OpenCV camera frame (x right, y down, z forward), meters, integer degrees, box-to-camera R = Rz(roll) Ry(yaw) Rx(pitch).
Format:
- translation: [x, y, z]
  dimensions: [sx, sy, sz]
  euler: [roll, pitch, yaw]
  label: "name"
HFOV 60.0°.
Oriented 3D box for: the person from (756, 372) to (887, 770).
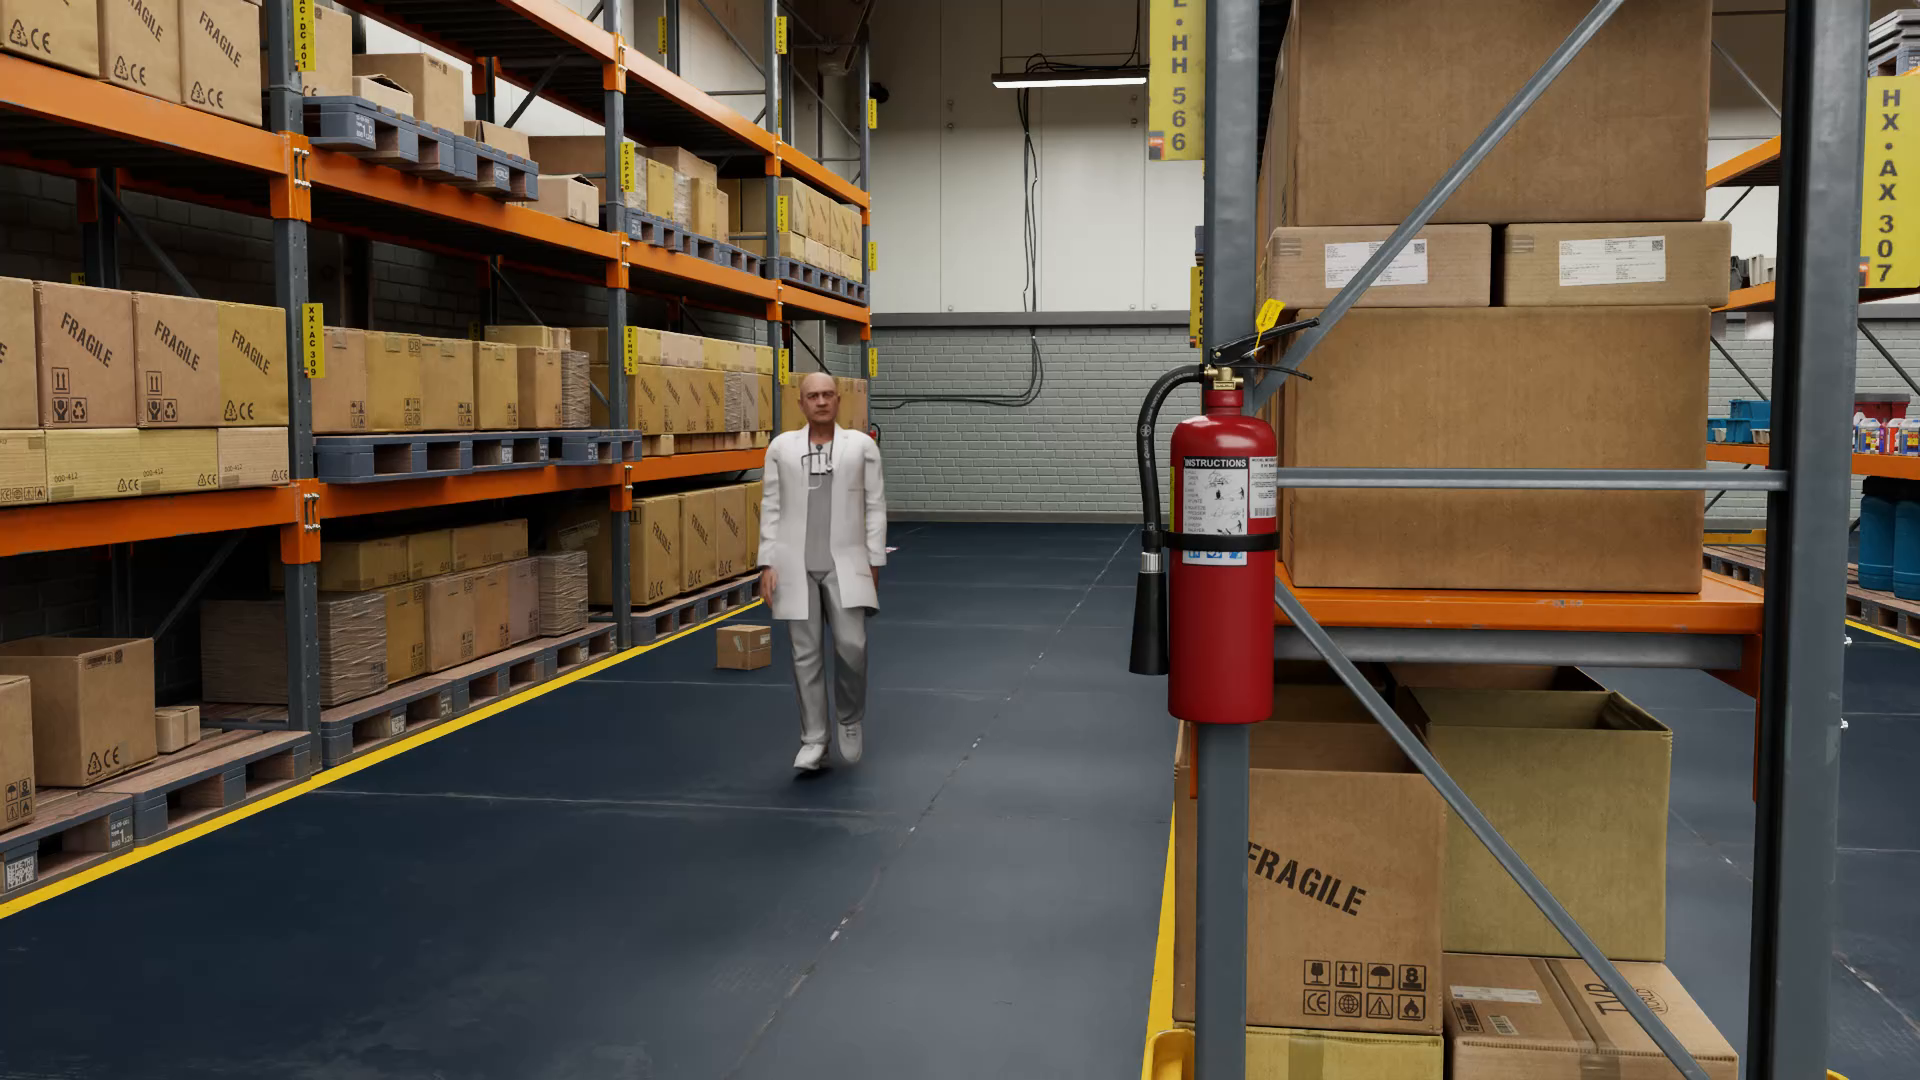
- translation: [-0.624, 0.135, 7.492]
  dimensions: [0.582, 1.776, 0.531]
  euler: [0, 4, 1]
  label: "person"
